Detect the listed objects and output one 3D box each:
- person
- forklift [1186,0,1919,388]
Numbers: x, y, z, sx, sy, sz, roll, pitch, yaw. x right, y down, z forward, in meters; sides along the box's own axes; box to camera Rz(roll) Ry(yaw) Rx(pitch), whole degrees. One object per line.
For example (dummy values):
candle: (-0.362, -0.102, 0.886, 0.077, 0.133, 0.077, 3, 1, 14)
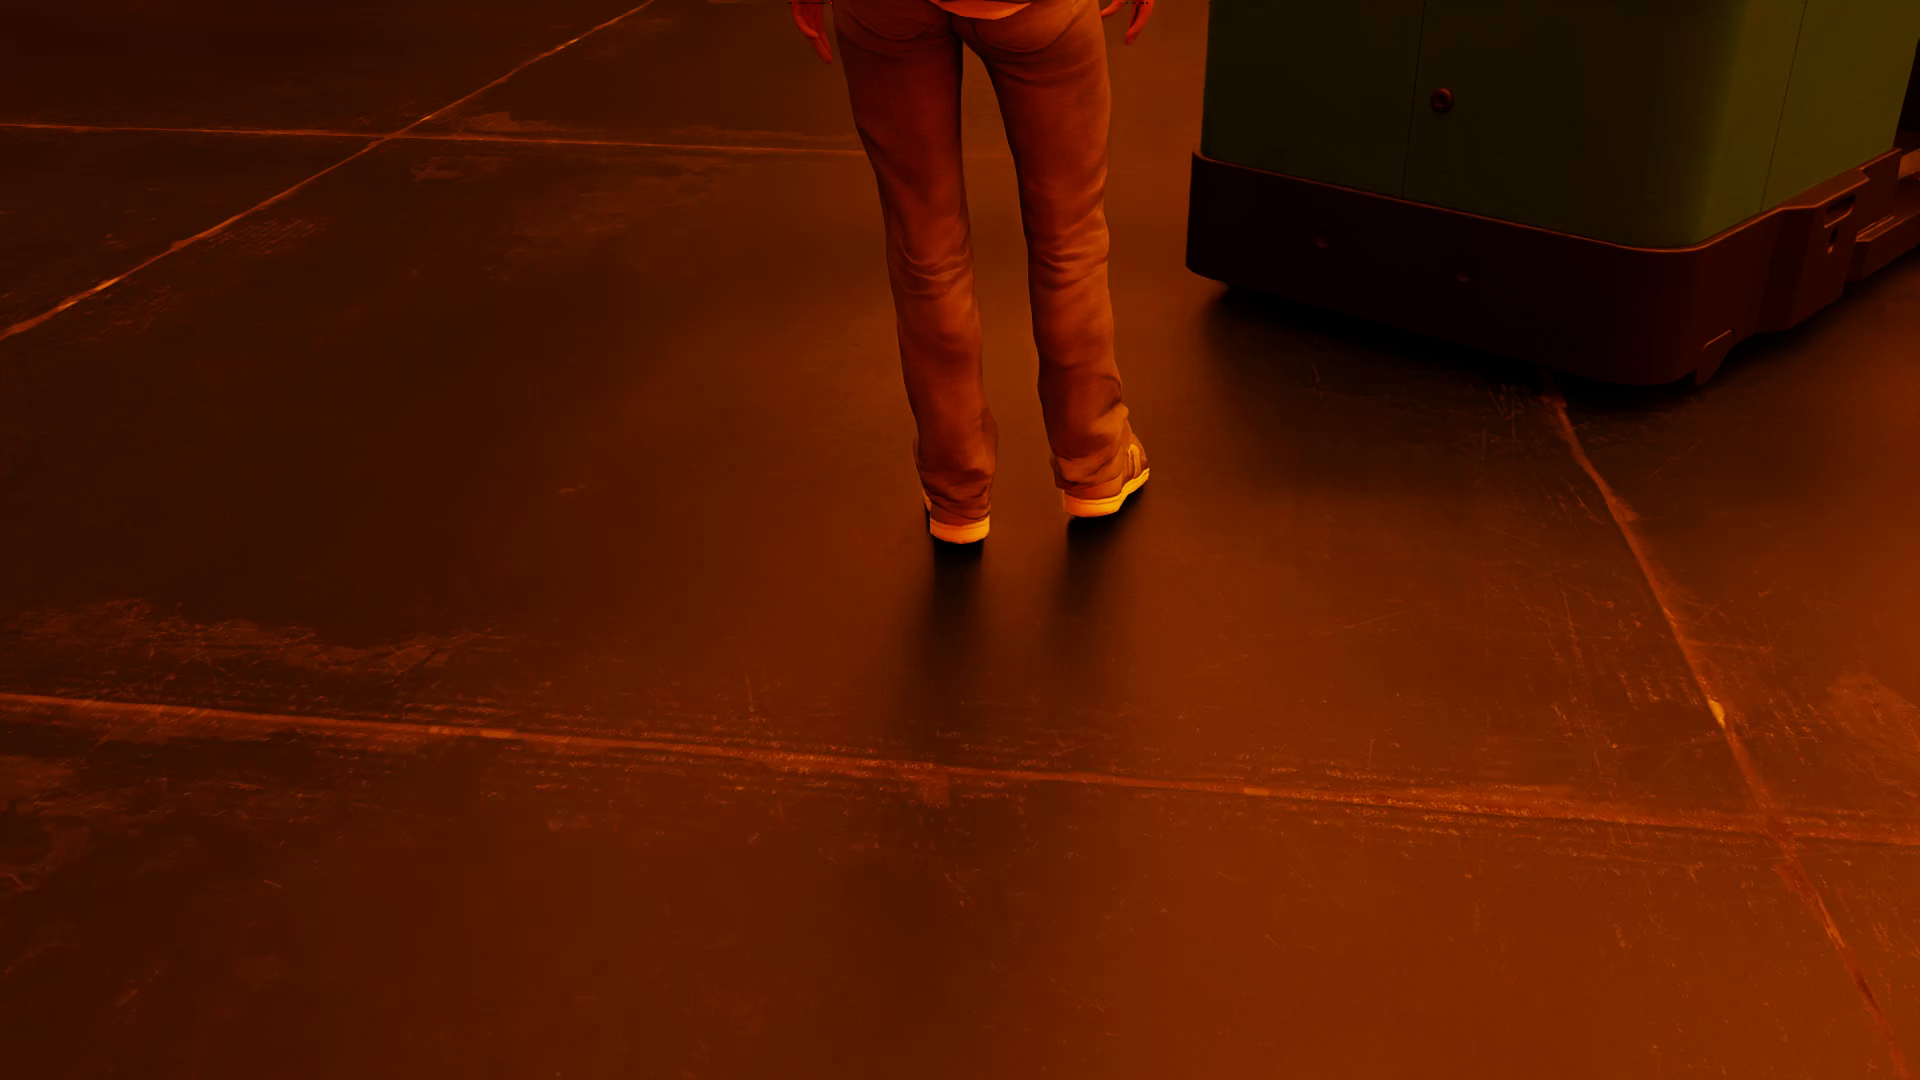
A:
person: (0.023, -0.753, 2.205, 0.521, 1.599, 0.473, 3, 27, 7)
forklift: (1.864, -2.140, 3.506, 1.130, 2.935, 3.031, 24, 35, 39)
